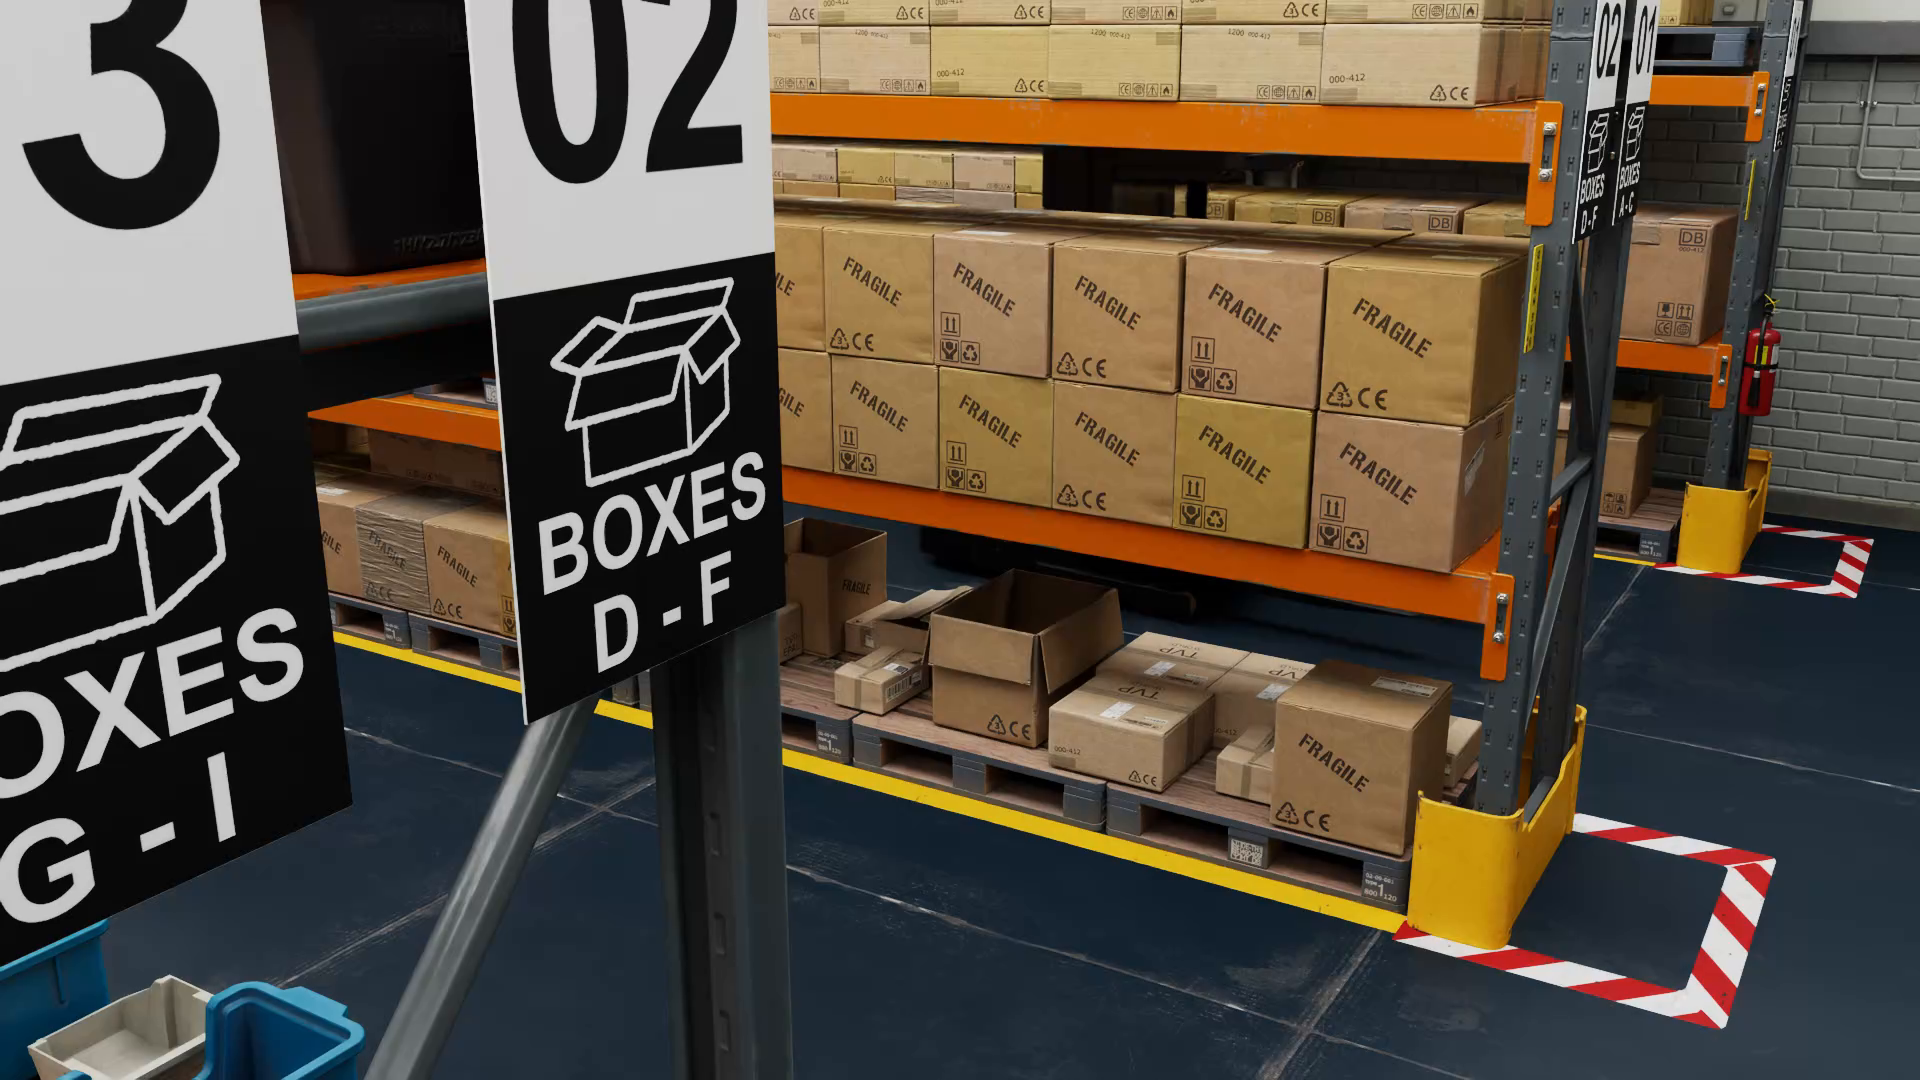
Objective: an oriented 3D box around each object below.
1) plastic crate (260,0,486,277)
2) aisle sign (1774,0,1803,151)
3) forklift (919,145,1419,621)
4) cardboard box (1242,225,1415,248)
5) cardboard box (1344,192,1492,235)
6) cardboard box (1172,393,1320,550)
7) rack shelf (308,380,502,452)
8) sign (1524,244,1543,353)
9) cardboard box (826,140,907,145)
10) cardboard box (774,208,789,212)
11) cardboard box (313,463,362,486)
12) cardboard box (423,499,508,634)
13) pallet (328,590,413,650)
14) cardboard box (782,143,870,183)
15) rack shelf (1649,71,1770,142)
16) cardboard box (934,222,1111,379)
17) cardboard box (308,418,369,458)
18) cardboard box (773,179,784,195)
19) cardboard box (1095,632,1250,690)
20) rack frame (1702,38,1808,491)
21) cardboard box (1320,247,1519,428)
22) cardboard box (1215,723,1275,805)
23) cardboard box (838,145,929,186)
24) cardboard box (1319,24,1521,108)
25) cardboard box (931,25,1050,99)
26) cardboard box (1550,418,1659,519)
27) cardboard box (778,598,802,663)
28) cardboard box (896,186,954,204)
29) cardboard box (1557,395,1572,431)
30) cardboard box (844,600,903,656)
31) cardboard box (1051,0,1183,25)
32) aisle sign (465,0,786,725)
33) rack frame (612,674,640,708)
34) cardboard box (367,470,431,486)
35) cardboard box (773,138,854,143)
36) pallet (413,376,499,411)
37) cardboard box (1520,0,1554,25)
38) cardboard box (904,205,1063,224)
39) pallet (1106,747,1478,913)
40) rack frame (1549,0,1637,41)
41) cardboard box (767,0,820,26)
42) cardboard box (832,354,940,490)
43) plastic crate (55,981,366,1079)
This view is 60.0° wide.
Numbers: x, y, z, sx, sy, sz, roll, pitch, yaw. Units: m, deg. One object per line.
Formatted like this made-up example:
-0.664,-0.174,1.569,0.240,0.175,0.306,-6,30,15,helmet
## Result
-0.698,-0.448,1.760,0.590,0.269,0.497,10,20,30,plastic crate
4.573,-2.560,9.176,0.004,0.787,0.394,10,20,30,aisle sign
1.252,-1.141,9.096,3.031,2.935,1.130,12,20,34,forklift
1.390,-0.911,6.327,0.500,0.500,0.500,10,20,31,cardboard box
2.959,-1.846,10.783,0.700,0.700,0.980,9,19,27,cardboard box
1.112,-0.301,6.039,0.500,0.500,0.500,10,20,31,cardboard box
-3.033,-0.743,8.903,4.000,0.370,1.077,10,20,30,rack shelf
1.772,-0.745,5.137,0.005,0.325,0.100,10,20,30,sign
-0.751,-3.014,13.134,0.500,0.250,0.500,10,19,29,cardboard box
-1.074,-1.168,7.172,0.500,0.500,0.500,11,20,31,cardboard box
-3.625,-0.110,9.126,0.500,0.500,0.500,10,19,29,cardboard box
-2.316,0.121,8.364,0.500,0.500,0.500,10,20,30,cardboard box
-3.085,0.252,9.189,1.213,0.211,1.003,10,20,30,pallet
-1.010,-2.888,12.718,0.500,0.250,0.500,10,20,30,cardboard box
2.965,-2.797,10.505,4.000,0.370,1.077,10,20,30,rack shelf
0.244,-0.933,6.398,0.500,0.500,0.500,11,20,32,cardboard box
-3.767,-0.673,9.689,0.500,0.250,0.500,11,20,32,cardboard box
-1.427,-2.599,13.058,0.500,0.500,0.500,11,20,32,cardboard box
0.913,0.626,7.134,0.500,0.250,0.500,10,20,30,cardboard box
4.669,-1.402,9.835,0.127,3.000,1.000,10,20,30,rack frame
1.557,-0.700,5.633,0.500,0.500,0.500,10,20,30,cardboard box
1.190,0.865,6.490,0.250,0.166,0.380,10,20,30,cardboard box
-0.571,-2.811,12.467,0.500,0.250,0.500,10,19,29,cardboard box
1.504,-1.551,5.422,0.500,0.250,0.500,10,20,30,cardboard box
0.233,-1.782,6.185,0.500,0.250,0.500,10,20,30,cardboard box
4.020,-0.488,10.406,0.500,0.500,0.700,10,20,30,cardboard box
-1.084,0.411,7.737,0.500,0.311,0.500,10,20,30,cardboard box
-0.128,-2.371,12.309,0.500,0.500,0.500,10,20,30,cardboard box
3.815,-0.773,10.228,0.250,0.149,0.380,10,19,29,cardboard box
-0.344,0.429,7.955,0.250,0.149,0.380,10,20,30,cardboard box
0.658,-1.945,5.860,0.500,0.250,0.500,10,20,30,cardboard box
-0.299,-0.255,1.586,0.004,0.787,0.394,10,20,30,aisle sign
-1.329,-0.783,7.797,0.127,3.000,1.000,10,20,30,rack frame
-2.926,-0.164,9.305,0.500,0.500,0.500,9,19,28,cardboard box
-1.186,-3.093,13.393,0.500,0.250,0.500,9,19,28,cardboard box
-1.953,-0.839,8.314,1.213,0.211,1.003,10,20,30,pallet
1.778,-1.920,5.777,0.500,0.250,0.500,10,20,30,cardboard box
0.105,-1.142,7.088,0.500,0.500,0.500,10,20,30,cardboard box
1.335,1.028,6.636,1.213,0.211,1.003,10,20,30,pallet
2.080,-3.045,4.922,0.127,3.000,1.000,10,20,30,rack frame
-0.617,-2.174,6.615,0.500,0.250,0.500,10,20,30,cardboard box
-0.174,-0.532,6.799,0.500,0.500,0.500,10,20,30,cardboard box
-1.115,0.884,2.495,0.300,0.233,0.416,10,20,30,plastic crate
